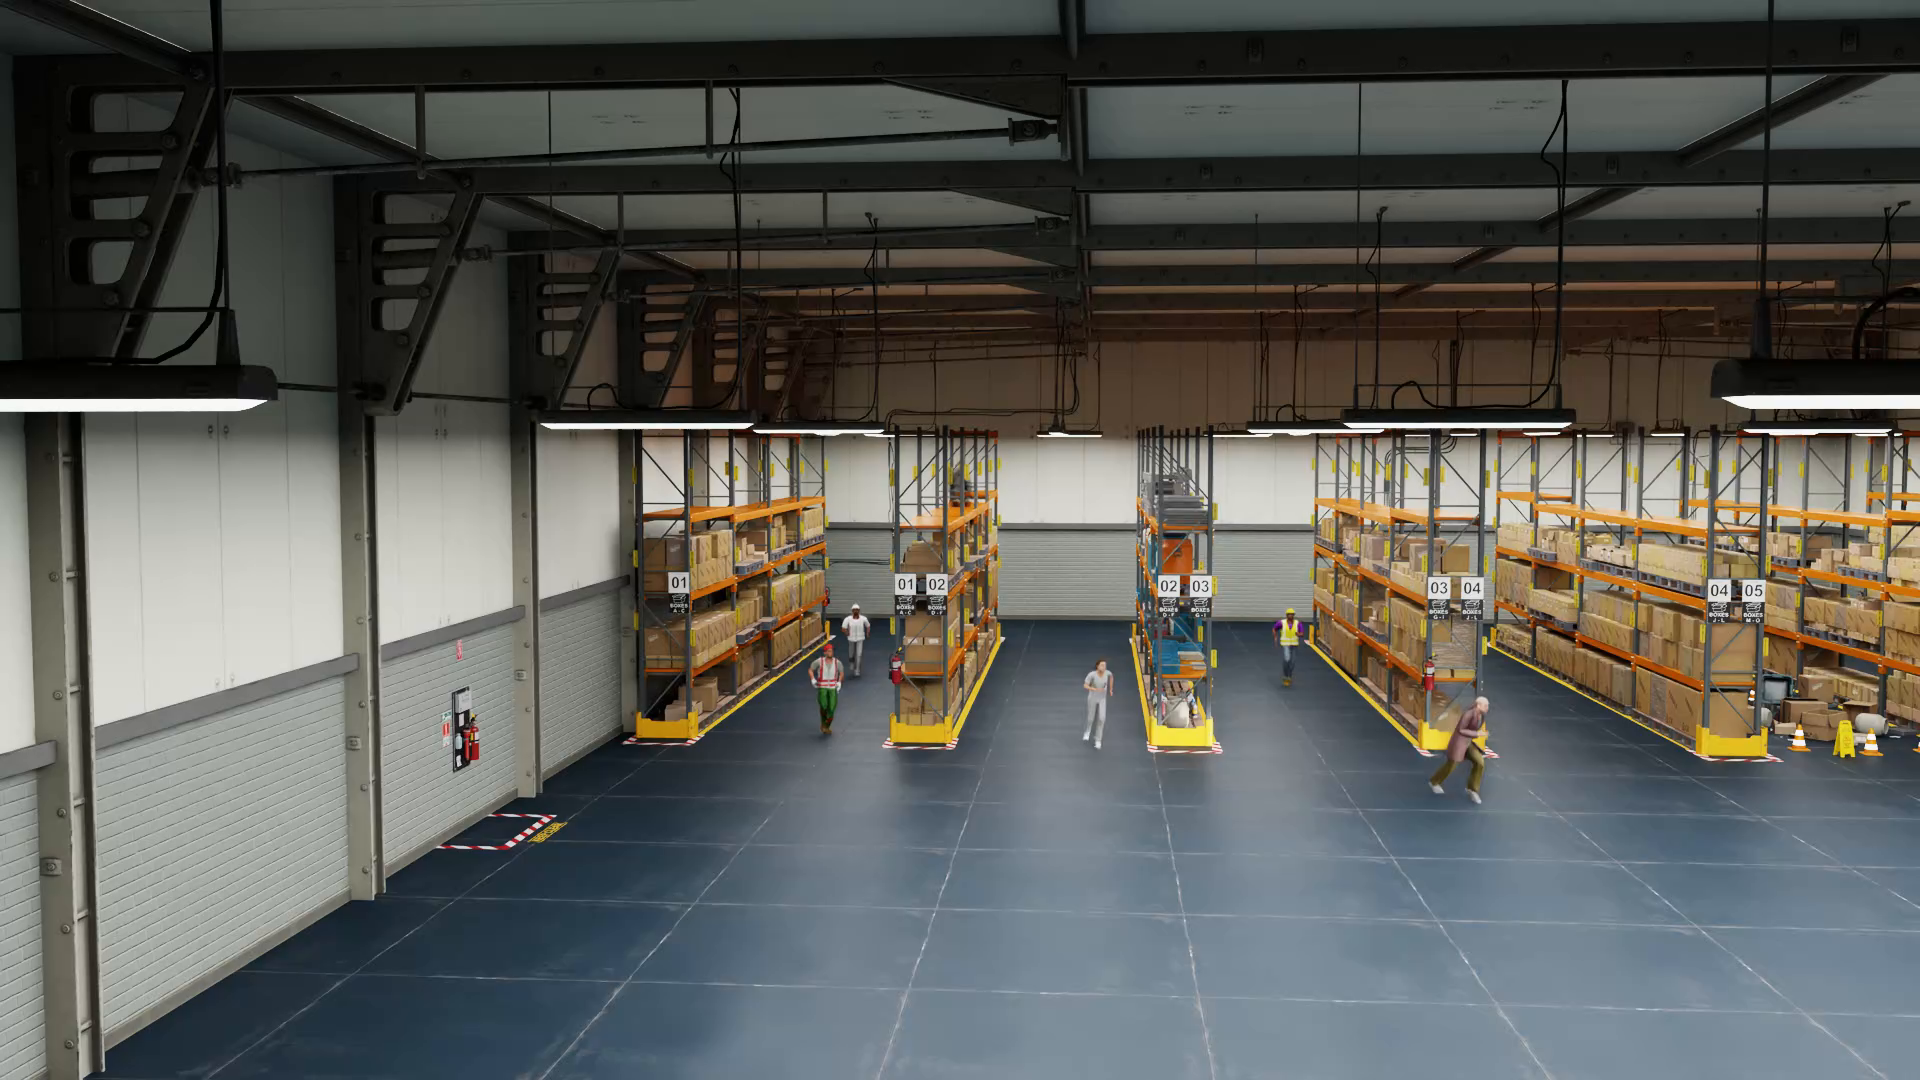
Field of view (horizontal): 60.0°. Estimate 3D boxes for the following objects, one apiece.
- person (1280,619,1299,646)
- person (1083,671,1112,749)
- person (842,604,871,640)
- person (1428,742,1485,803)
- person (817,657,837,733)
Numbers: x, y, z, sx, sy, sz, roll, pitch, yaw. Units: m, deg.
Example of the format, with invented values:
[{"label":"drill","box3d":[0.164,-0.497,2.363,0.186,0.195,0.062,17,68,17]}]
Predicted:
[{"label":"person","box3d":[7.714,2.157,38.860,0.457,0.617,0.365,0,3,-4]},{"label":"person","box3d":[2.591,3.151,31.286,0.565,1.416,0.913,-1,3,-10]},{"label":"person","box3d":[-2.516,2.009,40.339,0.714,0.877,0.510,0,3,-3]},{"label":"person","box3d":[7.918,3.619,26.576,0.373,1.131,0.924,-3,5,-45]},{"label":"person","box3d":[-2.578,3.023,32.405,0.409,1.486,0.455,-1,4,-15]}]
